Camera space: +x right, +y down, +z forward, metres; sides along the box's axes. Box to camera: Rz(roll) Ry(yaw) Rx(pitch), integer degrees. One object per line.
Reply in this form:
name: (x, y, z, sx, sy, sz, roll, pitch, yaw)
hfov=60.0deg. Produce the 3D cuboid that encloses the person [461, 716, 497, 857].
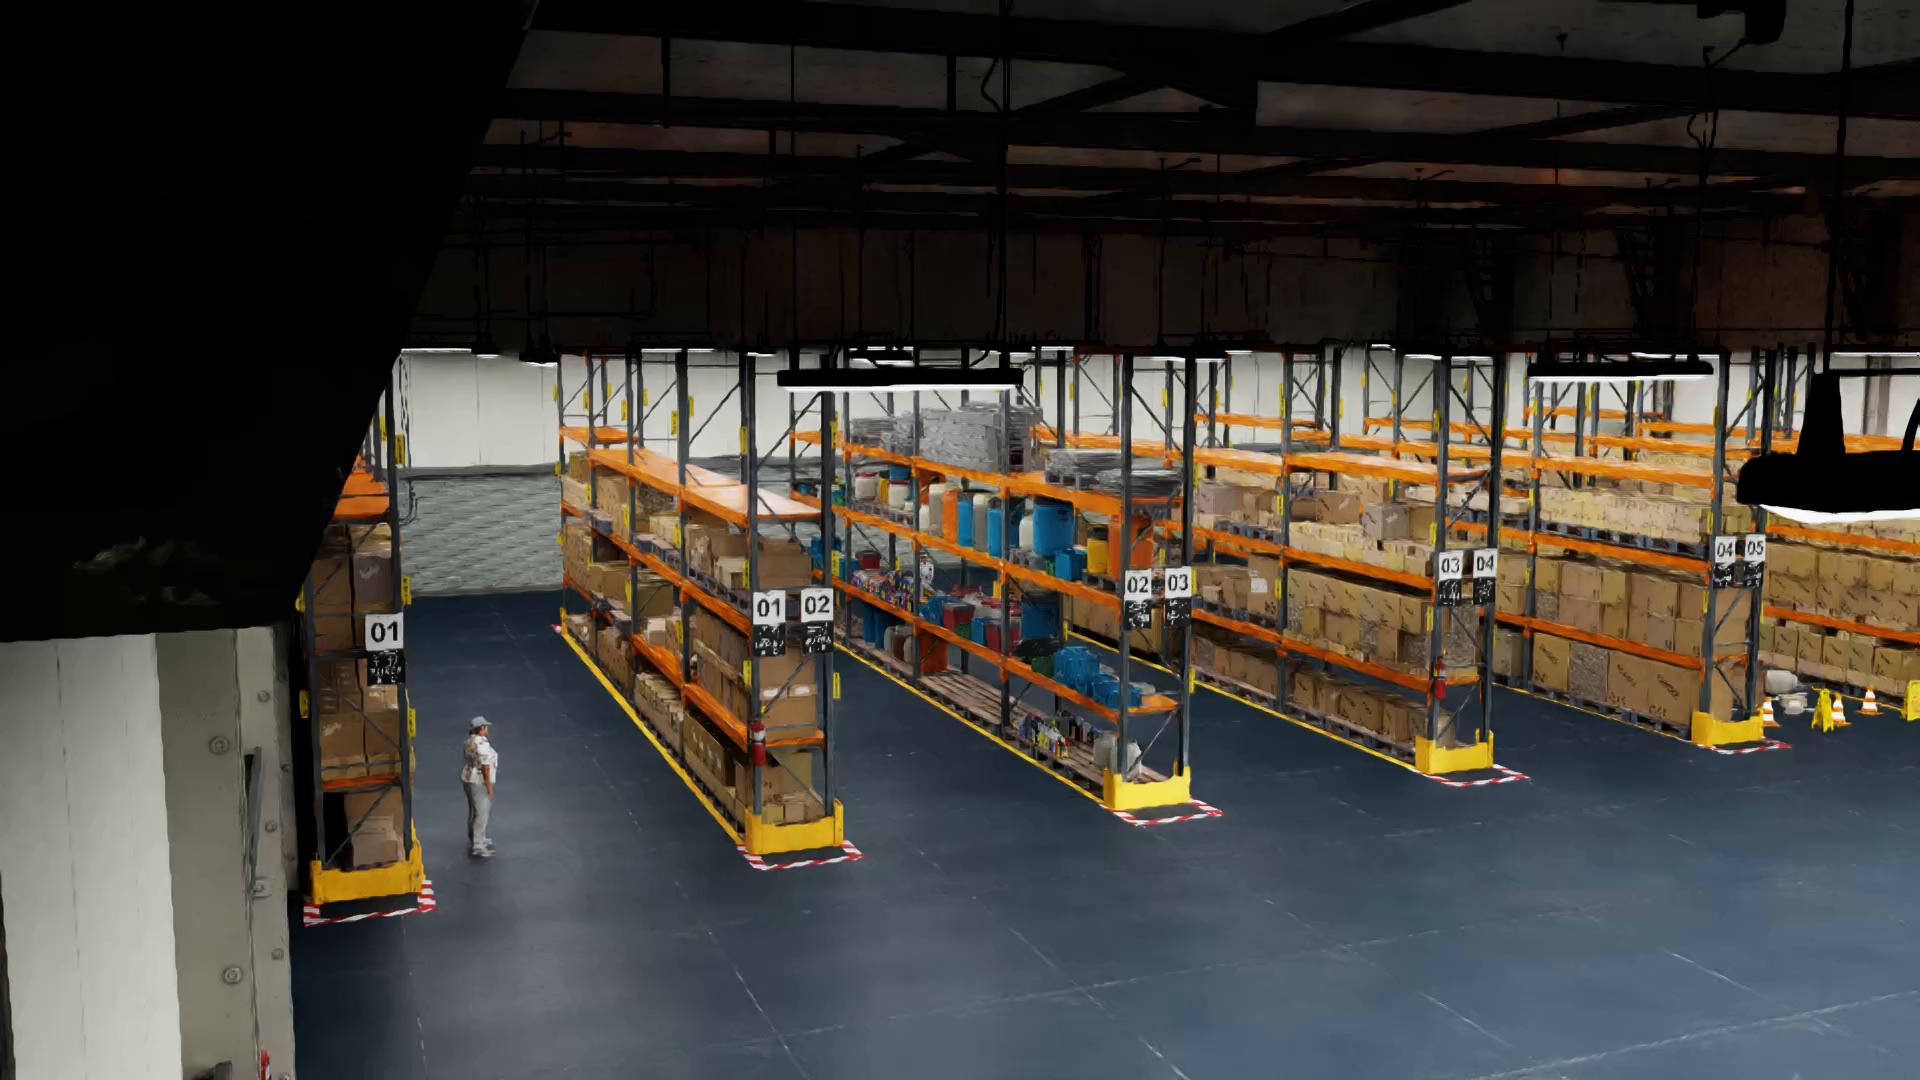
person: (-5.798, 2.948, 20.096, 0.396, 1.664, 0.589, -6, 9, -37)

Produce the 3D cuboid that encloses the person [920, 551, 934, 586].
person: (-0.775, 1.017, 35.569, 0.495, 1.577, 1.086, -2, 8, -19)
